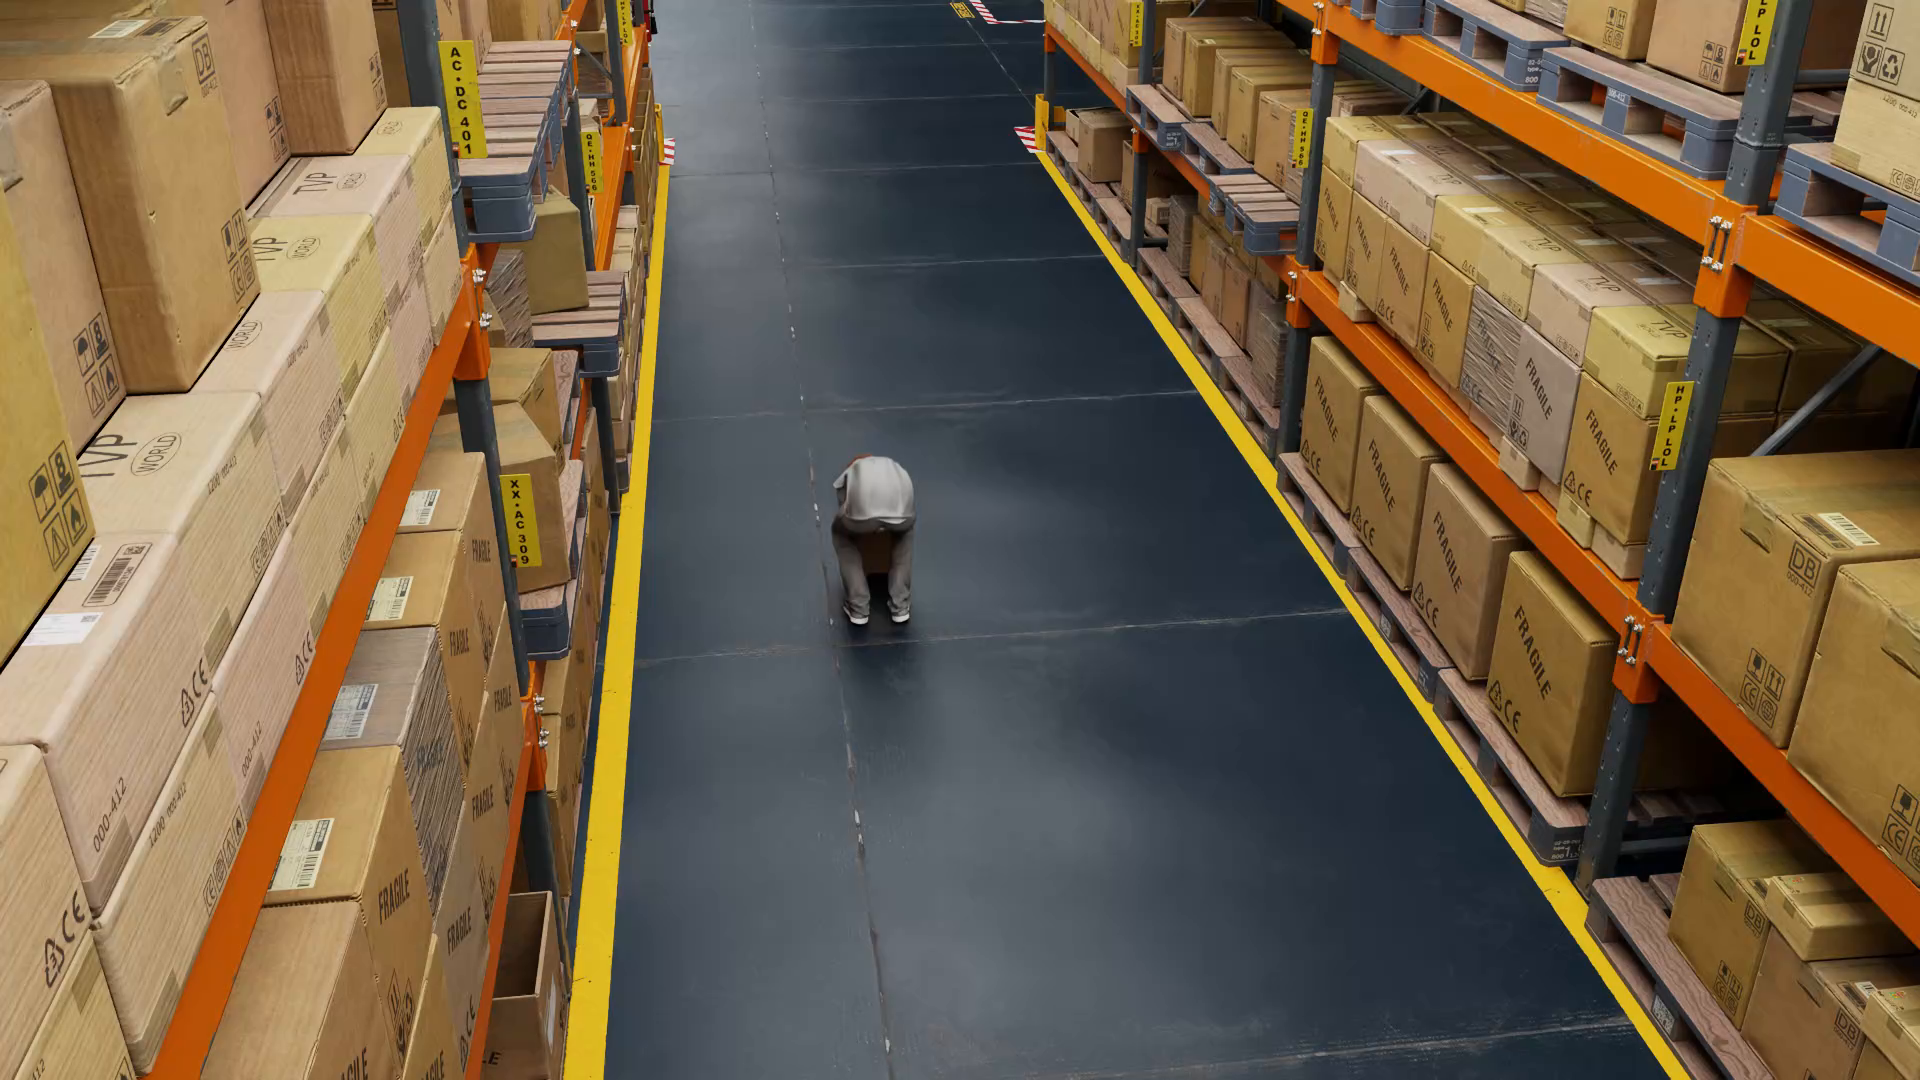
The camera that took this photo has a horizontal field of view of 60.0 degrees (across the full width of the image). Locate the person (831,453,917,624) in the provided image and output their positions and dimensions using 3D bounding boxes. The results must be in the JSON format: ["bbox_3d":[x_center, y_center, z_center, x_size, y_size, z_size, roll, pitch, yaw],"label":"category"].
[{"bbox_3d":[-0.451,-0.069,8.544,0.425,0.873,0.853,-5,28,-9],"label":"person"}]
